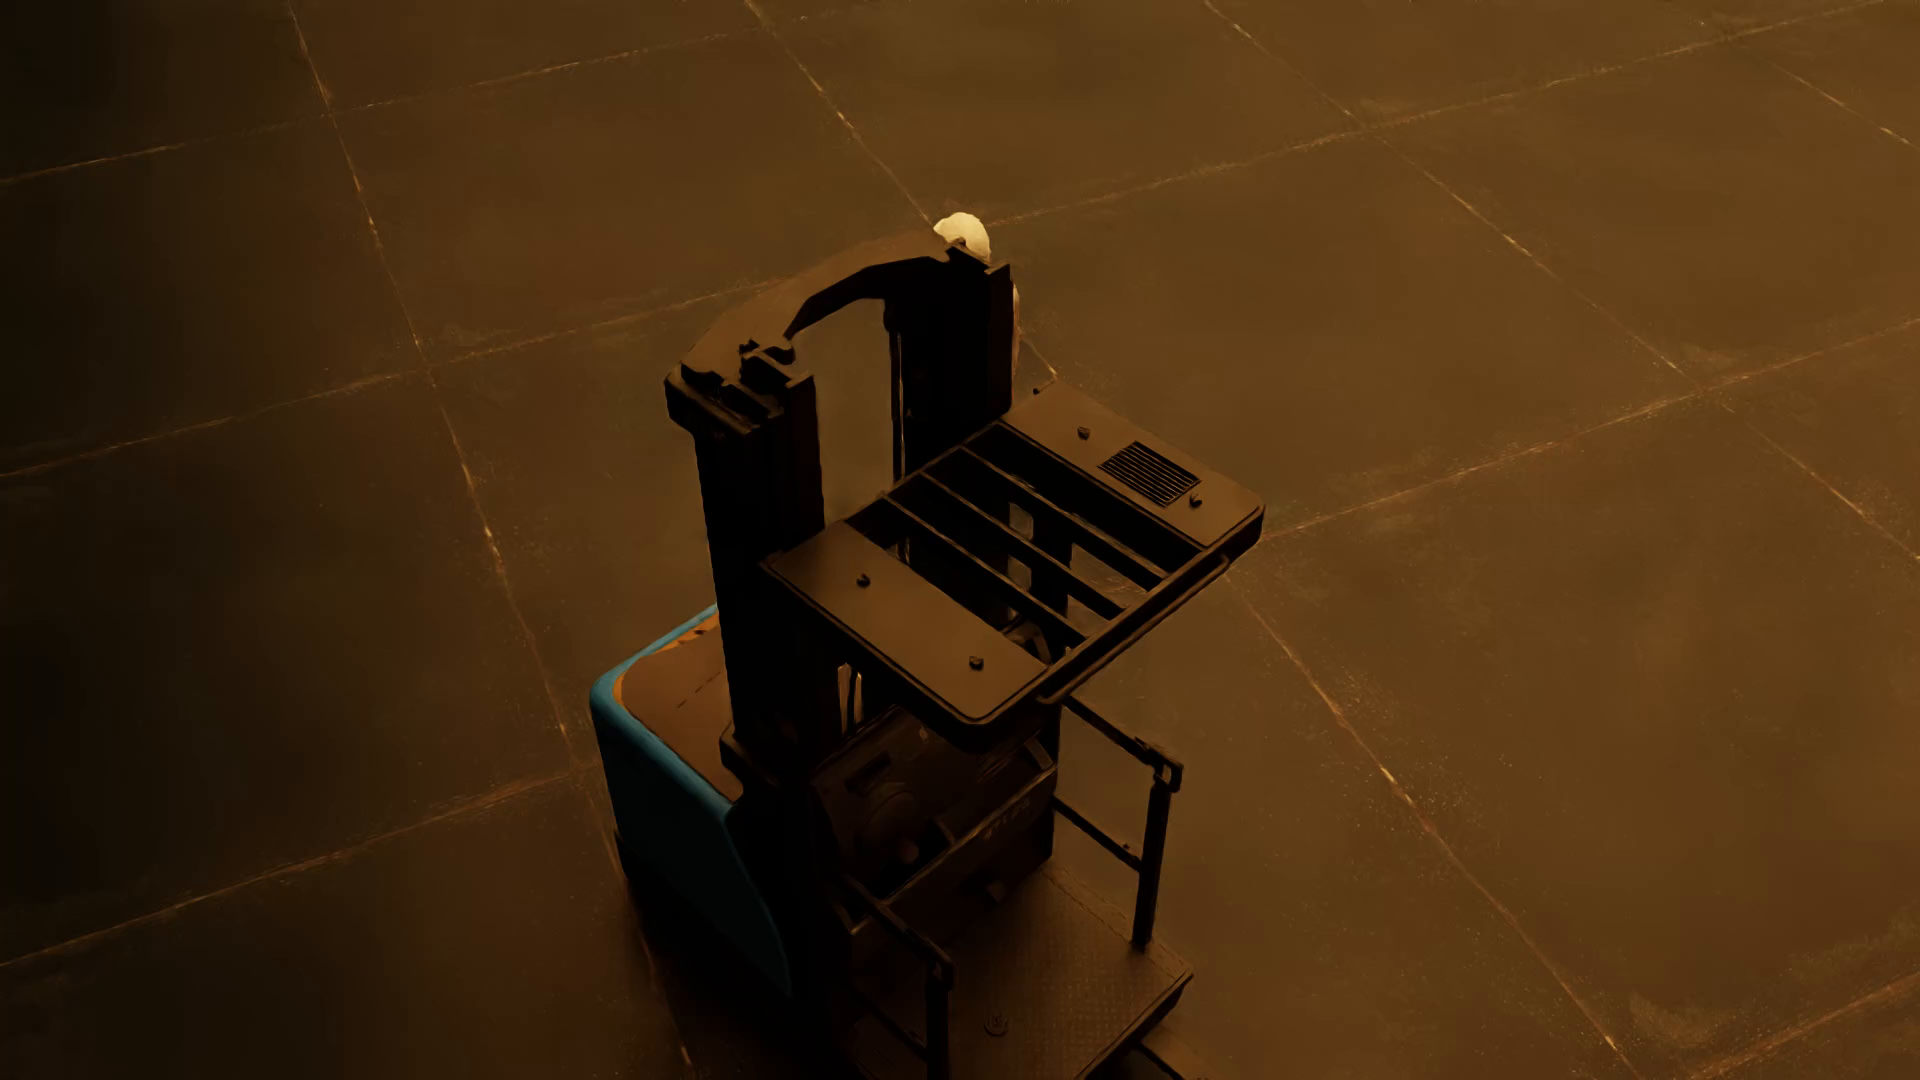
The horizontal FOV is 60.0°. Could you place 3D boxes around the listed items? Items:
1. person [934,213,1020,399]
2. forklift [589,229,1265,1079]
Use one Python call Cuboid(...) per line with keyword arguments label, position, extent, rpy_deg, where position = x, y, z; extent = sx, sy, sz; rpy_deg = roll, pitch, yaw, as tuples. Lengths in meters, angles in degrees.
Cuboid(label="person", position=(-0.005, -0.652, 7.227), extent=(0.529, 1.776, 0.356), rpy_deg=(-18, 46, -18))
Cuboid(label="forklift", position=(0.096, 0.695, 4.935), extent=(1.130, 2.935, 3.031), rpy_deg=(-34, 53, -31))
